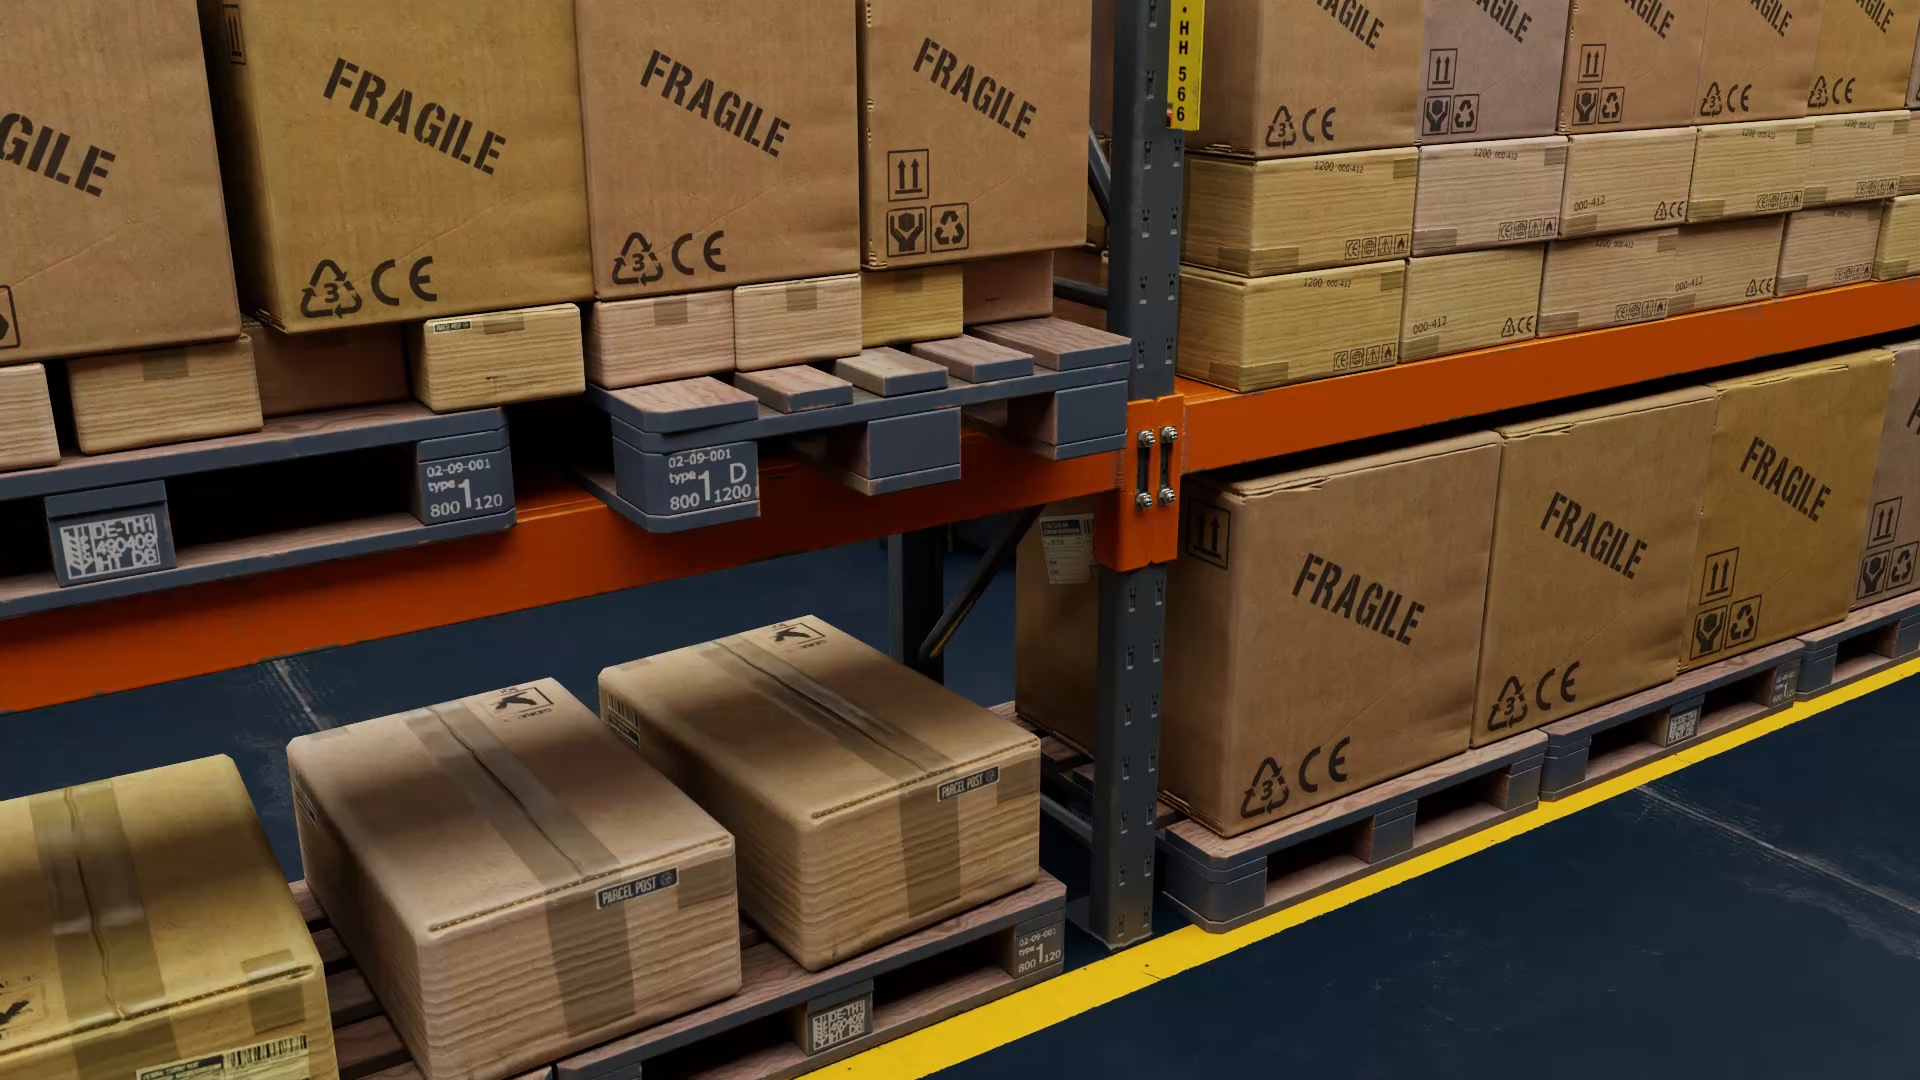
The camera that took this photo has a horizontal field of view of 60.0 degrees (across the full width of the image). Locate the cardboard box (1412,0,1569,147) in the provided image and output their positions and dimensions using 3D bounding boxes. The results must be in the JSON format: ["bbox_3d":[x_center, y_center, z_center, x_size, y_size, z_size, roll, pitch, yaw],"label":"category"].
[{"bbox_3d":[1.086,-1.230,3.982,0.500,0.500,0.500,-12,22,-31],"label":"cardboard box"}]

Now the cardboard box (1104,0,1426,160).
[{"bbox_3d":[0.677,-1.140,3.716,0.500,0.500,0.500,-13,22,-33],"label":"cardboard box"}]

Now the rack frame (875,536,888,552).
[{"bbox_3d":[-0.264,-0.363,6.414,0.006,0.900,0.240,-13,23,-34],"label":"rack frame"}]

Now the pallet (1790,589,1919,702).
[{"bbox_3d":[2.868,0.175,5.898,1.213,0.211,1.003,-12,22,-31],"label":"pallet"}]

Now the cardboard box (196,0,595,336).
[{"bbox_3d":[-0.943,-0.647,2.699,0.500,0.500,0.500,-14,23,-35],"label":"cardboard box"}]

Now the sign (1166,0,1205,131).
[{"bbox_3d":[0.437,-0.965,3.231,0.005,0.325,0.100,-12,22,-31],"label":"sign"}]

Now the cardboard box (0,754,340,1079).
[{"bbox_3d":[-1.595,0.809,3.114,0.625,0.372,0.950,-11,22,-30],"label":"cardboard box"}]

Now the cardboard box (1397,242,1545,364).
[{"bbox_3d":[1.097,-0.641,4.190,0.500,0.250,0.500,-13,22,-33],"label":"cardboard box"}]

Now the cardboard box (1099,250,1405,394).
[{"bbox_3d":[0.678,-0.545,3.909,0.500,0.250,0.500,-12,22,-32],"label":"cardboard box"}]

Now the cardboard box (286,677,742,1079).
[{"bbox_3d":[-0.959,0.677,3.505,0.625,0.372,0.950,-12,22,-32],"label":"cardboard box"}]

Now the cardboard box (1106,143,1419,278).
[{"bbox_3d":[0.689,-0.786,3.841,0.500,0.250,0.500,-12,22,-32],"label":"cardboard box"}]

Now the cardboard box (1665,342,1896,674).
[{"bbox_3d":[2.247,-0.203,5.323,0.875,0.875,0.875,-11,22,-30],"label":"cardboard box"}]

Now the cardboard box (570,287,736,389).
[{"bbox_3d":[-0.598,-0.392,2.956,0.250,0.149,0.380,-13,23,-34],"label":"cardboard box"}]

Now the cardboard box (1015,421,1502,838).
[{"bbox_3d":[0.753,0.111,4.396,0.875,0.875,0.875,-12,22,-32],"label":"cardboard box"}]

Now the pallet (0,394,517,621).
[{"bbox_3d":[-1.500,-0.147,2.796,1.213,0.211,1.003,-12,22,-31],"label":"pallet"}]

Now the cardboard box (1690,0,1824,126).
[{"bbox_3d":[1.950,-1.405,4.500,0.500,0.500,0.500,-12,22,-31],"label":"cardboard box"}]

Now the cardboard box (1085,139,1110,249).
[{"bbox_3d":[0.395,-0.917,4.226,0.500,0.250,0.500,-12,22,-32],"label":"cardboard box"}]

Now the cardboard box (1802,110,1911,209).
[{"bbox_3d":[2.394,-1.142,4.894,0.500,0.250,0.500,-11,22,-30],"label":"cardboard box"}]

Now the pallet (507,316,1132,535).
[{"bbox_3d":[-0.406,-0.353,3.404,1.003,0.211,1.213,-12,22,-31],"label":"pallet"}]

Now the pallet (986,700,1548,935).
[{"bbox_3d":[0.830,0.605,4.626,1.213,0.211,1.003,-12,22,-31],"label":"pallet"}]

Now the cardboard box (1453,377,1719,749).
[{"bbox_3d":[1.500,-0.045,4.857,0.875,0.875,0.875,-12,22,-31],"label":"cardboard box"}]

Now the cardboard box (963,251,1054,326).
[{"bbox_3d":[-0.014,-0.557,3.445,0.250,0.149,0.380,-11,22,-29],"label":"cardboard box"}]

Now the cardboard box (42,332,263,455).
[{"bbox_3d":[-1.264,-0.263,2.575,0.250,0.149,0.380,-13,22,-33],"label":"cardboard box"}]

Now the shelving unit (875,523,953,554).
[{"bbox_3d":[-0.182,-0.382,6.471,0.210,0.900,0.258,-13,23,-34],"label":"shelving unit"}]

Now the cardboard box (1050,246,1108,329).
[{"bbox_3d":[0.410,-0.685,4.322,0.500,0.250,0.500,-13,23,-33],"label":"cardboard box"}]

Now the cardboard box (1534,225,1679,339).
[{"bbox_3d":[1.538,-0.731,4.459,0.500,0.250,0.500,-11,22,-30],"label":"cardboard box"}]

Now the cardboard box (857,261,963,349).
[{"bbox_3d":[-0.198,-0.490,3.248,0.250,0.149,0.380,-12,22,-31],"label":"cardboard box"}]

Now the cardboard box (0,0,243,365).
[{"bbox_3d":[-1.399,-0.551,2.415,0.500,0.500,0.500,-13,23,-34],"label":"cardboard box"}]

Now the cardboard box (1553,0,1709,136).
[{"bbox_3d":[1.526,-1.317,4.239,0.500,0.500,0.500,-11,22,-30],"label":"cardboard box"}]

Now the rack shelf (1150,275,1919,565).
[{"bbox_3d":[1.801,-0.609,4.986,4.000,0.370,1.077,-12,22,-31],"label":"rack shelf"}]

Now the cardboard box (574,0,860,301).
[{"bbox_3d":[-0.522,-0.736,2.963,0.500,0.500,0.500,-12,22,-32],"label":"cardboard box"}]

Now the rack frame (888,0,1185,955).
[{"bbox_3d":[0.130,-0.598,3.829,0.127,3.000,1.000,-12,22,-31],"label":"rack frame"}]

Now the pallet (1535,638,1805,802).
[{"bbox_3d":[1.848,0.391,5.258,1.213,0.211,1.003,-12,22,-31],"label":"pallet"}]

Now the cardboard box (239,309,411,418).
[{"bbox_3d":[-1.100,-0.329,2.770,0.250,0.149,0.380,-12,22,-31],"label":"cardboard box"}]

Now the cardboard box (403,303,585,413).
[{"bbox_3d":[-0.821,-0.339,2.802,0.250,0.149,0.380,-11,22,-30],"label":"cardboard box"}]

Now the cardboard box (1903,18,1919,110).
[{"bbox_3d":[2.808,-1.584,5.030,0.500,0.500,0.500,-11,22,-30],"label":"cardboard box"}]

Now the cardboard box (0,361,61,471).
[{"bbox_3d":[-1.471,-0.208,2.413,0.250,0.149,0.380,-11,22,-29],"label":"cardboard box"}]

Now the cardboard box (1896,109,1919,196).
[{"bbox_3d":[2.823,-1.235,5.168,0.500,0.250,0.500,-11,22,-30],"label":"cardboard box"}]

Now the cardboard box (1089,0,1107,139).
[{"bbox_3d":[0.418,-1.280,4.129,0.500,0.500,0.500,-13,22,-33],"label":"cardboard box"}]

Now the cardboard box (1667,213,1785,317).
[{"bbox_3d":[1.948,-0.819,4.719,0.500,0.250,0.500,-12,22,-31],"label":"cardboard box"}]

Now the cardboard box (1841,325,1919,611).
[{"bbox_3d":[2.997,-0.364,5.799,0.875,0.875,0.875,-11,22,-30],"label":"cardboard box"}]

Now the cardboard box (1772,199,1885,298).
[{"bbox_3d":[2.377,-0.911,4.991,0.500,0.250,0.500,-13,22,-33],"label":"cardboard box"}]

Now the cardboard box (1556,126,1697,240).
[{"bbox_3d":[1.545,-0.962,4.359,0.500,0.250,0.500,-12,22,-32],"label":"cardboard box"}]

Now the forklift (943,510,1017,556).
[{"bbox_3d":[1.098,-1.666,7.096,3.031,2.935,1.130,-13,23,-34],"label":"forklift"}]

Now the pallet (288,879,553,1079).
[{"bbox_3d":[-1.541,1.074,3.237,1.213,0.211,1.003,-12,22,-31],"label":"pallet"}]

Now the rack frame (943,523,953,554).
[{"bbox_3d":[-0.100,-0.402,6.528,0.006,0.900,0.240,-13,23,-34],"label":"rack frame"}]

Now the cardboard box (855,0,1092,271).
[{"bbox_3d":[-0.096,-0.830,3.241,0.500,0.500,0.500,-13,22,-33],"label":"cardboard box"}]

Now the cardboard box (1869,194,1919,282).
[{"bbox_3d":[2.809,-0.995,5.239,0.500,0.250,0.500,-12,22,-32],"label":"cardboard box"}]

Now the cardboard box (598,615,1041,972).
[{"bbox_3d":[-0.347,0.545,3.896,0.625,0.372,0.950,-14,23,-35],"label":"cardboard box"}]

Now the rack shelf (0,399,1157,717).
[{"bbox_3d":[-1.540,0.096,2.902,4.000,0.370,1.077,-12,22,-31],"label":"rack shelf"}]

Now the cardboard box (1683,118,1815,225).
[{"bbox_3d":[1.976,-1.048,4.613,0.500,0.250,0.500,-11,22,-30],"label":"cardboard box"}]

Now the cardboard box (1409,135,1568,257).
[{"bbox_3d":[1.122,-0.877,4.110,0.500,0.250,0.500,-11,22,-30],"label":"cardboard box"}]

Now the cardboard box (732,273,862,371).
[{"bbox_3d":[-0.384,-0.434,3.081,0.250,0.149,0.380,-12,22,-32],"label":"cardboard box"}]

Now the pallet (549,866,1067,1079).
[{"bbox_3d":[-0.523,0.861,3.869,1.213,0.211,1.003,-12,22,-31],"label":"pallet"}]

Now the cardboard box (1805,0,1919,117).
[{"bbox_3d":[2.374,-1.500,4.781,0.500,0.500,0.500,-11,22,-30],"label":"cardboard box"}]
